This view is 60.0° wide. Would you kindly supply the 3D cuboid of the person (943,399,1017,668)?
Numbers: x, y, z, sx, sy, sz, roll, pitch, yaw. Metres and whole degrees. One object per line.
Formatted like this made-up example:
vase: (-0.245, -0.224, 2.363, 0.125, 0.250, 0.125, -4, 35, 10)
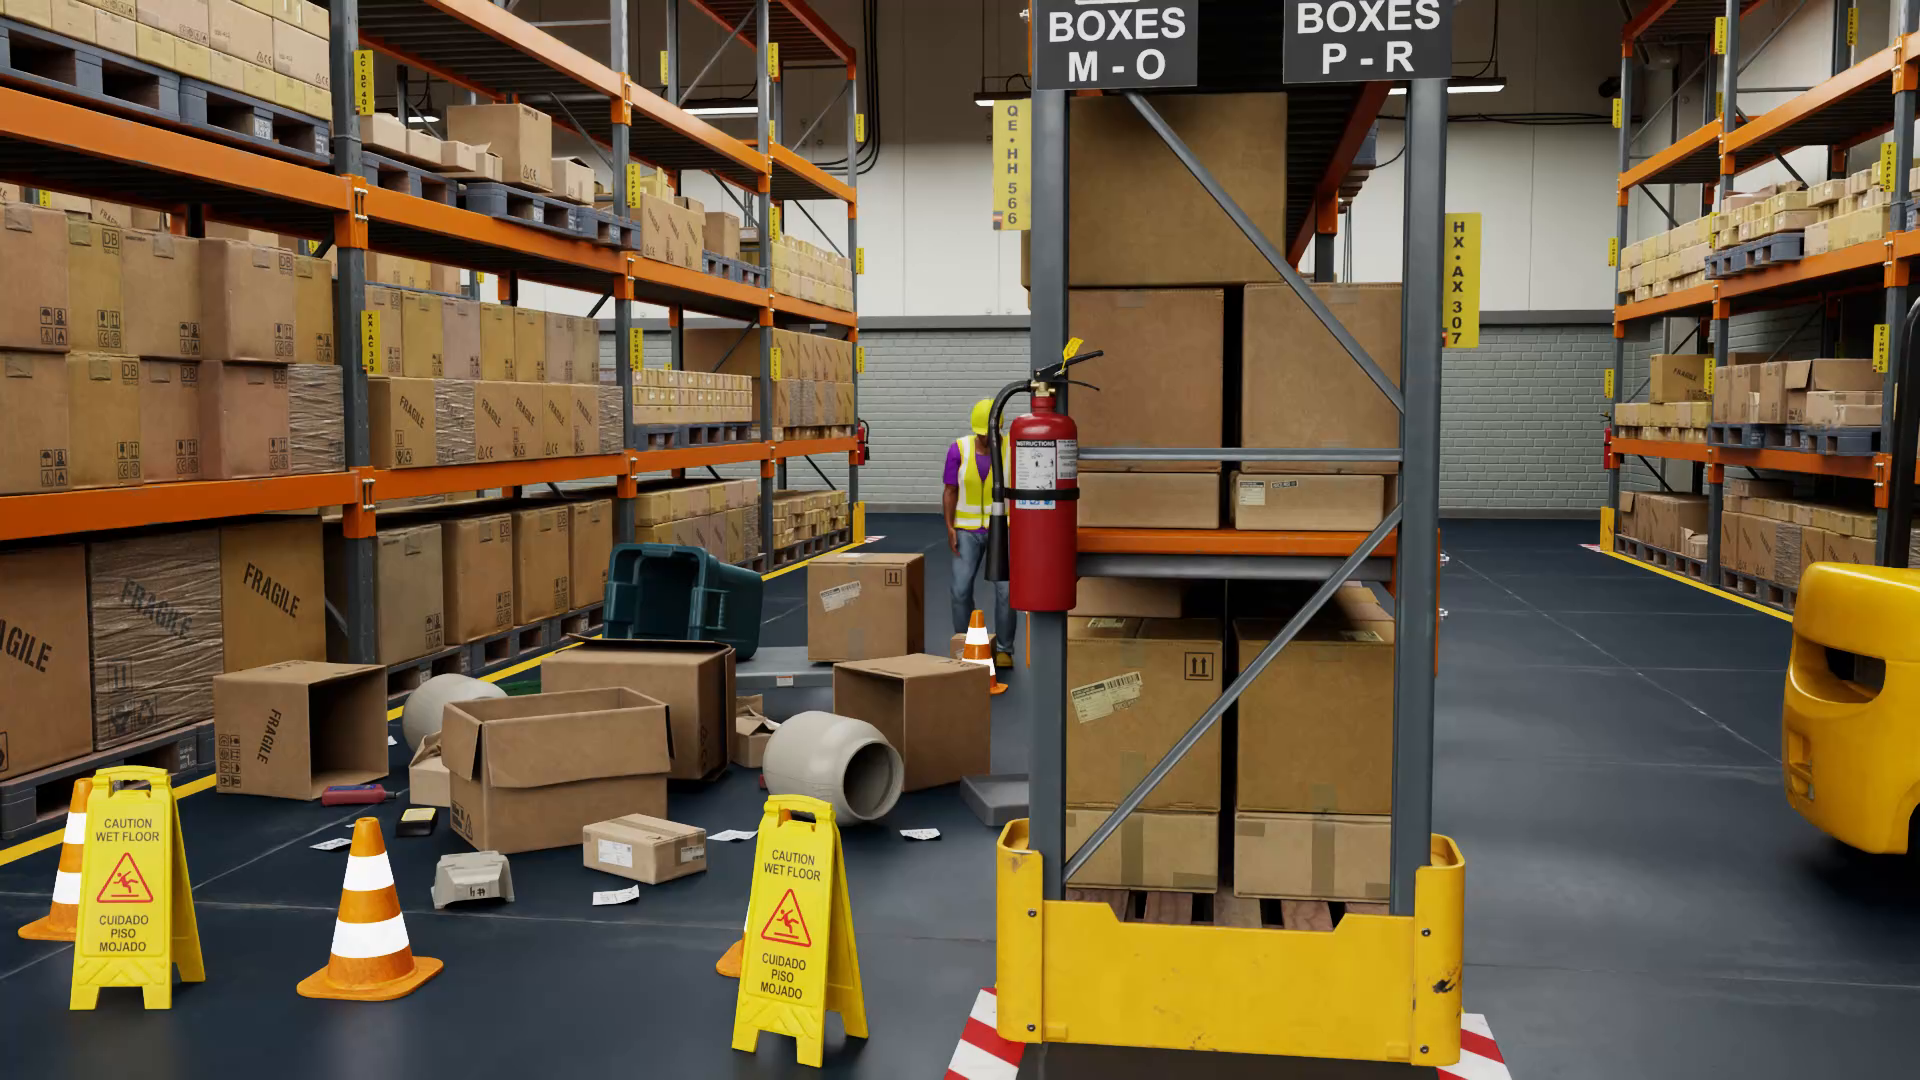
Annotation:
person: (0.182, -0.043, 10.524, 0.598, 1.696, 0.491, 1, 5, 10)
